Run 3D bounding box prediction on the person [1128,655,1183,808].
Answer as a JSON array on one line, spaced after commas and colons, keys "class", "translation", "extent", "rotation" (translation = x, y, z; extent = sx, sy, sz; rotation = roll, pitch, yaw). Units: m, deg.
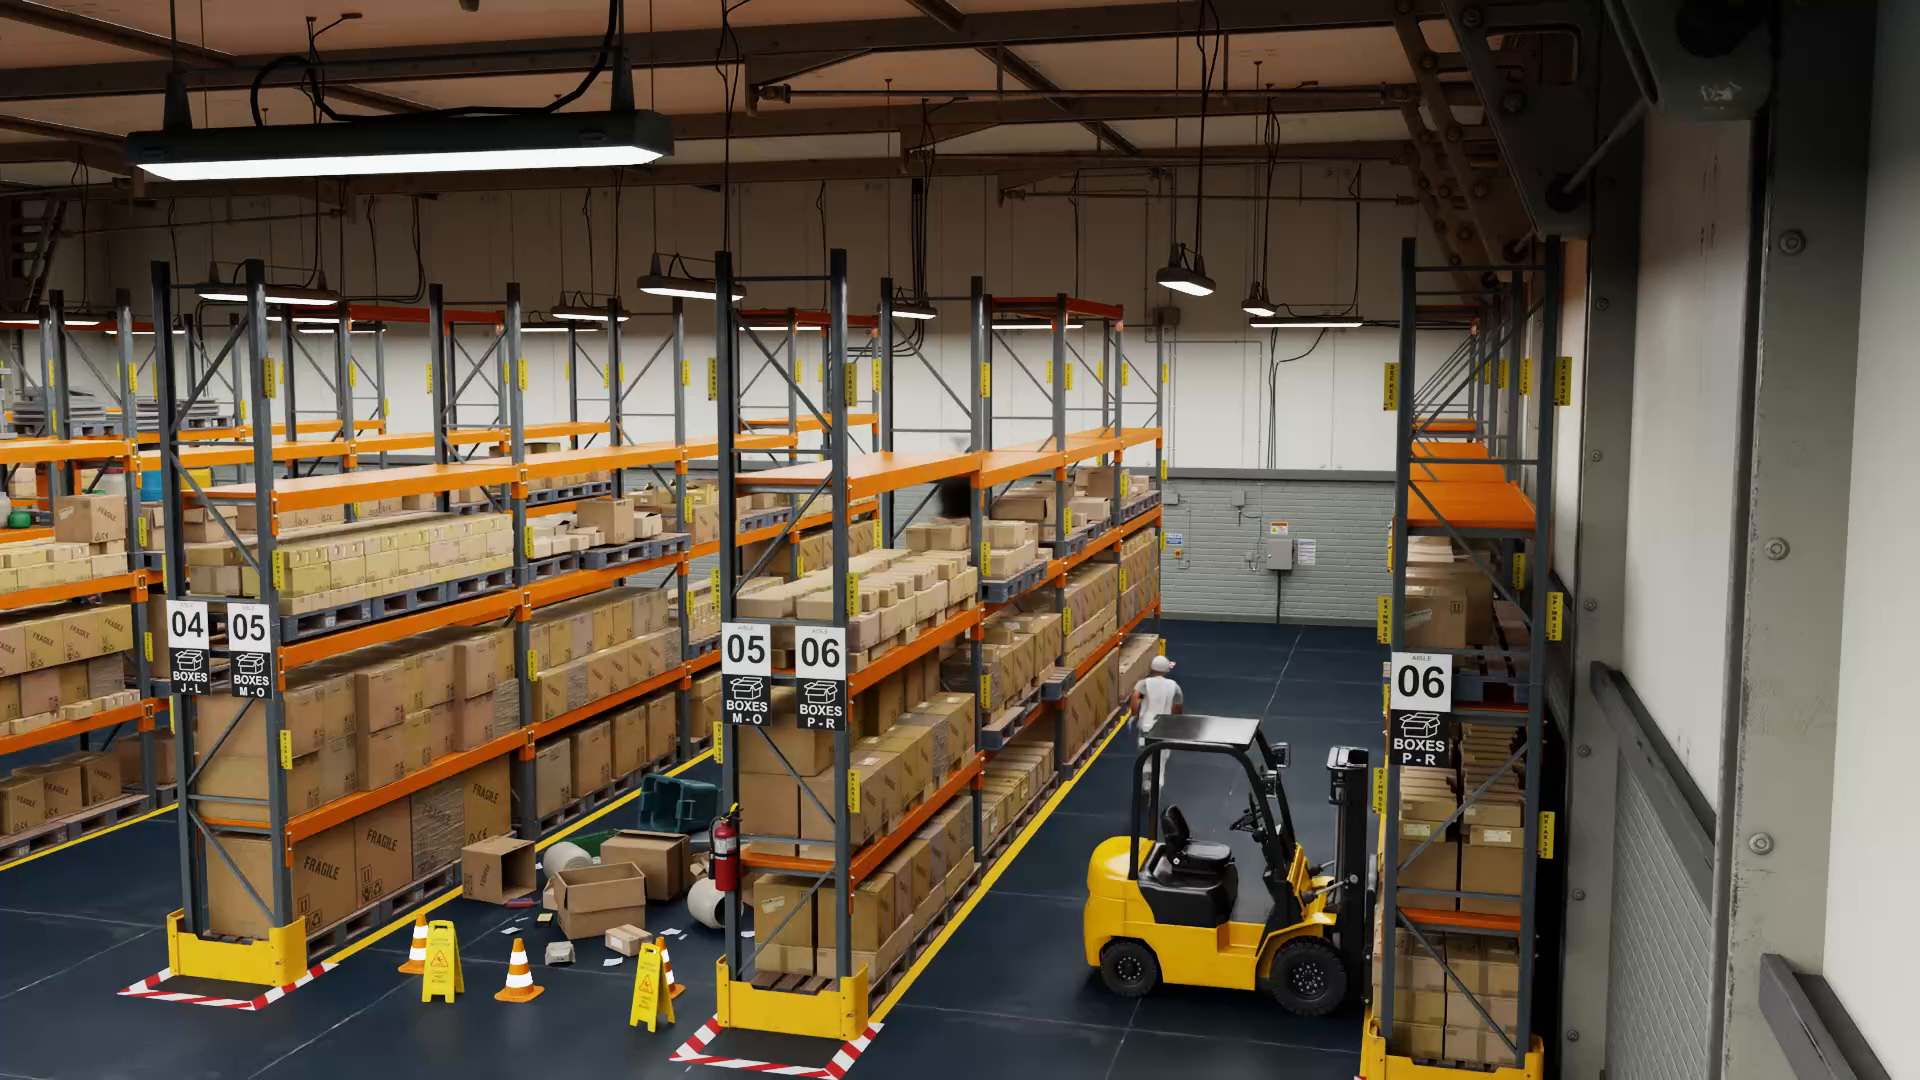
[{"class": "person", "translation": [2.280, 2.229, 19.428], "extent": [0.622, 1.734, 0.987], "rotation": [1, 6, 13]}]
